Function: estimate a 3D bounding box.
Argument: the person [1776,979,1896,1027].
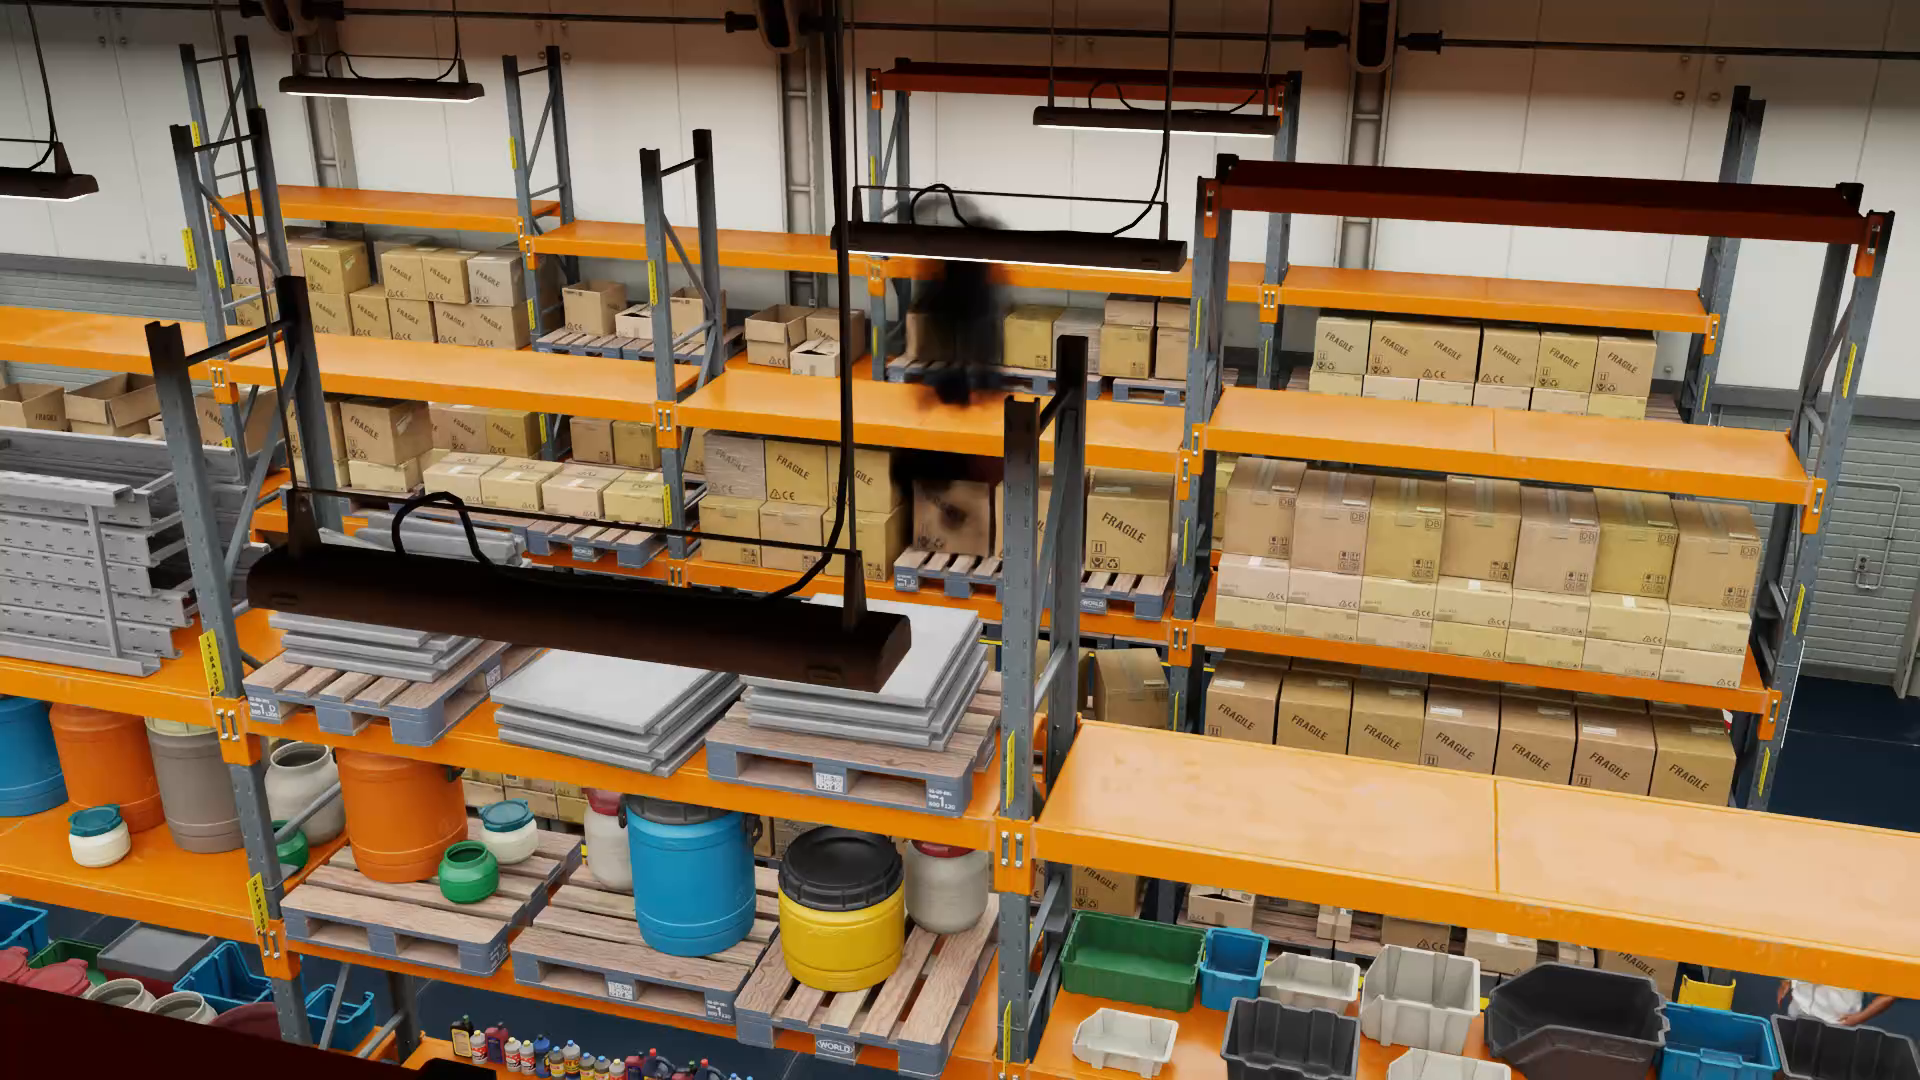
[{"bbox_3d":[5.720,3.119,11.039,0.534,1.727,0.731,-10,24,-22],"label":"person"}]

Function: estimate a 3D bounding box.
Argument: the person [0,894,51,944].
[{"bbox_3d":[-7.358,2.508,12.544,0.886,1.685,0.718,11,25,25],"label":"person"}]
